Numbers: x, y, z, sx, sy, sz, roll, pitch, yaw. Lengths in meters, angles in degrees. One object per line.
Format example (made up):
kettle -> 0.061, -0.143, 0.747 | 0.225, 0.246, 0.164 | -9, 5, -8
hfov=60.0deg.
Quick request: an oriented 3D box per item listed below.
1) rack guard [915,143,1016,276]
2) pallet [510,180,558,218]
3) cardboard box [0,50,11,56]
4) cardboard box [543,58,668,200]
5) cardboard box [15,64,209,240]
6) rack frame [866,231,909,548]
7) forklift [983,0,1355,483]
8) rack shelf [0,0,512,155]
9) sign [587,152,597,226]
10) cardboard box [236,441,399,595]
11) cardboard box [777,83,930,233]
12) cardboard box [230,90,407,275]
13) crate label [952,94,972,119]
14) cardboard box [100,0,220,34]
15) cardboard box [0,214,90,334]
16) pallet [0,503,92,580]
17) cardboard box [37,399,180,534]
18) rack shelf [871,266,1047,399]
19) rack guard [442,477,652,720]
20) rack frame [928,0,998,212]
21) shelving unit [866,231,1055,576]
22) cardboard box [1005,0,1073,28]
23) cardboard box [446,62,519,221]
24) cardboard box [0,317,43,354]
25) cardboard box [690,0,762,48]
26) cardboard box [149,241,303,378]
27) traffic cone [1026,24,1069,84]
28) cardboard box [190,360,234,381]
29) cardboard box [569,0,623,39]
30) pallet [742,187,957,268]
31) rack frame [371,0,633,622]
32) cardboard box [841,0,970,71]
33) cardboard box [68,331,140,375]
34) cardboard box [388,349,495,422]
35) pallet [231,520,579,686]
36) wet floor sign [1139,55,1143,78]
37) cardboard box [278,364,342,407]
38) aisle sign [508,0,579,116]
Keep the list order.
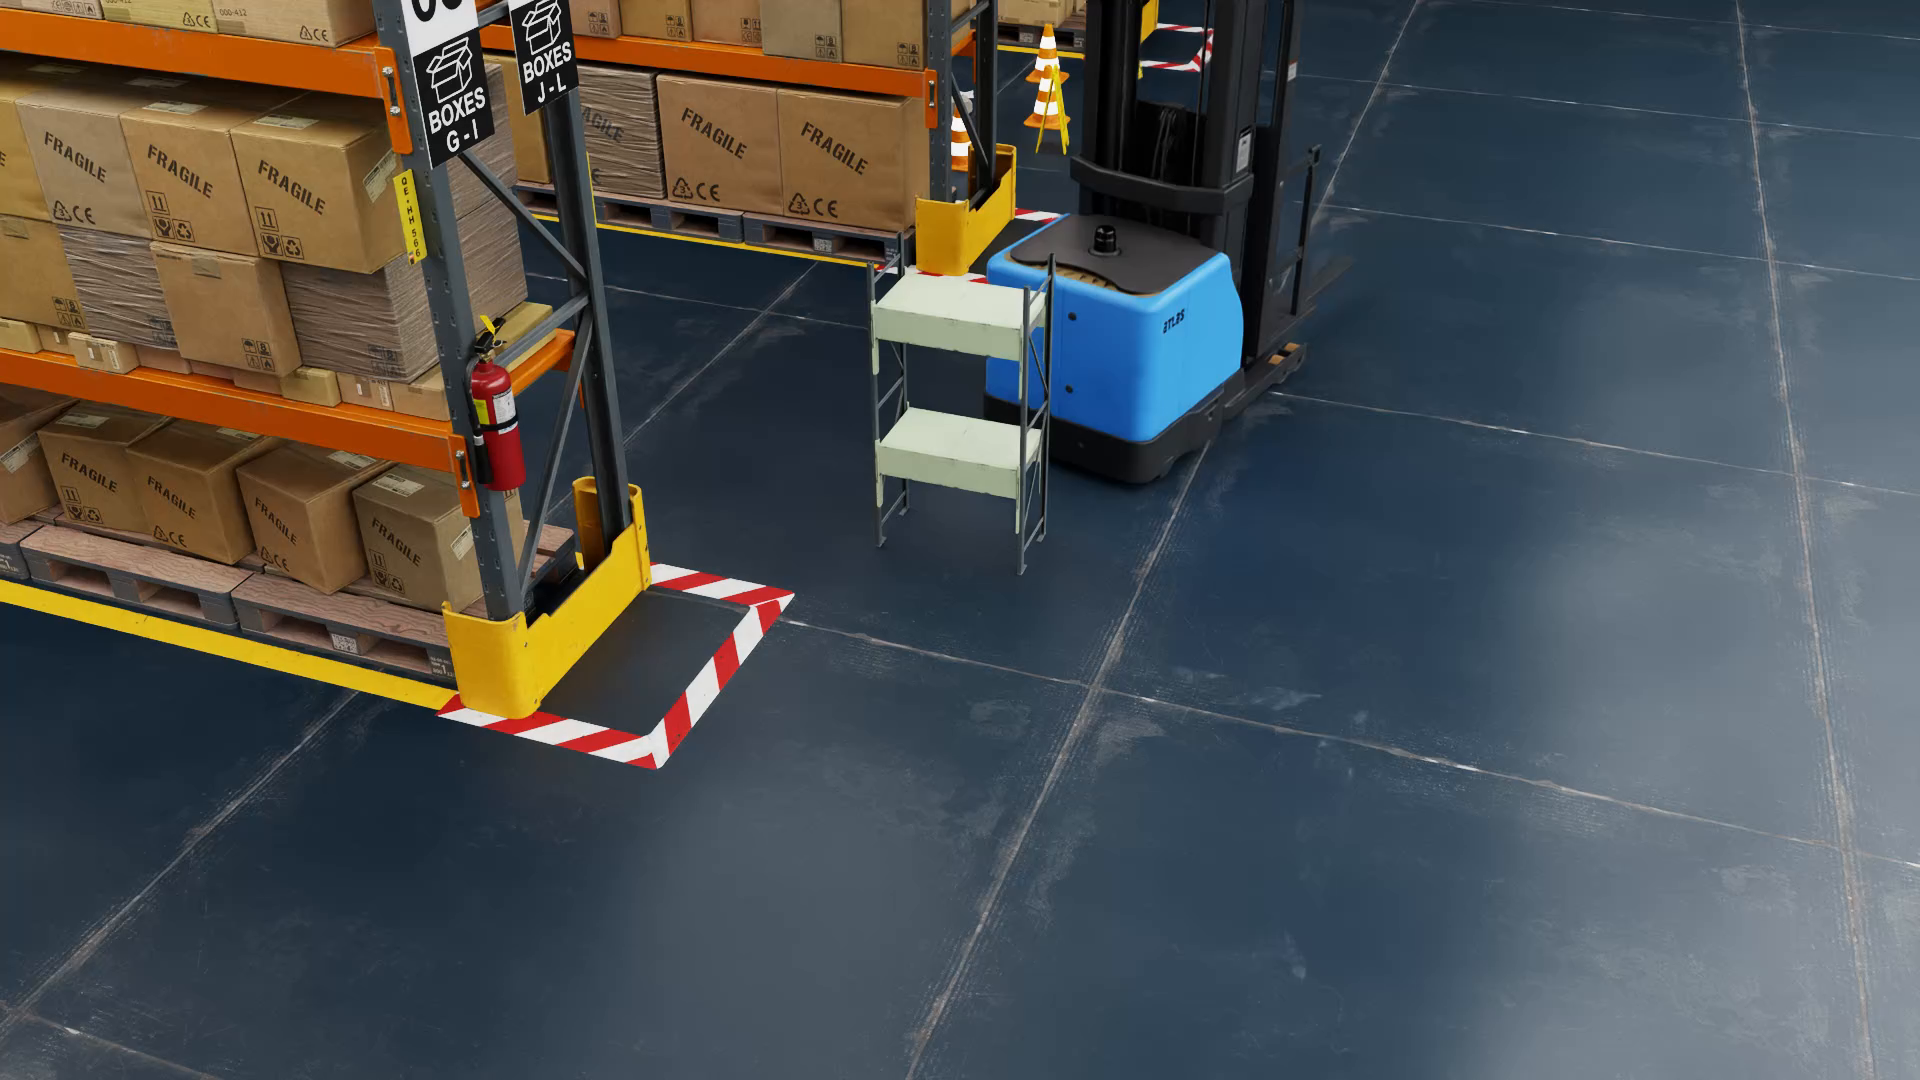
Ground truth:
rack guard -> 0.050, -2.263, 11.293 | 0.348, 0.500, 1.175 | 11, 34, 16
pallet -> -3.049, -2.698, 12.235 | 1.213, 0.211, 1.003 | 11, 34, 16
cardboard box -> -4.227, -1.727, 6.872 | 0.500, 0.500, 0.500 | 11, 34, 16
cardboard box -> -2.320, -3.019, 11.732 | 0.875, 0.875, 0.875 | 11, 35, 17
cardboard box -> -3.285, -1.546, 6.591 | 0.500, 0.500, 0.500 | 11, 34, 16
rack frame -> -0.338, -0.696, 7.945 | 0.023, 1.500, 0.400 | 11, 34, 16
forklift -> 1.382, -2.273, 9.069 | 1.130, 2.935, 3.031 | 21, 38, 29
rack shelf -> -3.624, -2.127, 6.677 | 4.000, 0.370, 1.077 | 11, 34, 16
sign -> -1.558, -1.444, 6.923 | 0.005, 0.325, 0.100 | 11, 34, 16
cardboard box -> -2.898, -0.144, 7.625 | 0.500, 0.500, 0.500 | 21, 38, 29
cardboard box -> -0.633, -2.691, 11.225 | 0.875, 0.875, 0.875 | 11, 35, 17
cardboard box -> -2.342, -1.364, 6.310 | 0.500, 0.500, 0.500 | 11, 34, 16
crate label -> -0.053, -3.564, 13.643 | 0.298, 0.136, 0.250 | -6, 33, -9
cardboard box -> -2.752, -2.049, 6.030 | 0.500, 0.250, 0.500 | 11, 35, 17
cardboard box -> -3.684, -1.326, 7.172 | 0.500, 0.500, 0.875 | 11, 34, 16
pallet -> -4.863, -0.259, 8.456 | 1.213, 0.211, 1.003 | 11, 34, 16
cardboard box -> -3.991, -0.393, 8.011 | 0.500, 0.500, 0.500 | 8, 34, 12
rack shelf -> 0.006, -0.957, 7.630 | 0.720, 0.370, 0.431 | 11, 34, 16
rack guard -> -1.813, 0.233, 7.428 | 0.348, 0.500, 1.175 | 11, 34, 16
rack frame -> 0.027, -3.317, 10.622 | 0.127, 3.000, 1.000 | 11, 34, 16
shelving unit -> 0.006, -0.629, 7.841 | 0.755, 1.500, 0.431 | 11, 34, 16
cardboard box -> 0.728, -4.899, 15.221 | 0.500, 0.250, 0.500 | 11, 34, 16
cardboard box -> -2.167, -1.630, 6.721 | 0.500, 0.500, 0.500 | 11, 34, 16
cardboard box -> -3.989, -0.969, 7.217 | 0.250, 0.149, 0.380 | 11, 34, 16
cardboard box -> -1.347, -3.681, 11.048 | 0.550, 0.550, 0.875 | 11, 34, 16
cardboard box -> -2.761, -1.115, 6.845 | 0.500, 0.500, 0.875 | 11, 34, 16
traffic cone -> 0.762, -4.217, 14.355 | 0.334, 0.463, 0.336 | 11, 34, 16
cardboard box -> -3.018, -0.830, 7.002 | 0.250, 0.149, 0.380 | 11, 34, 16
cardboard box -> -2.393, -3.803, 11.236 | 0.550, 0.550, 0.875 | 11, 34, 16
pallet -> -0.752, -2.252, 11.543 | 1.213, 0.211, 1.003 | 11, 34, 16
rack frame -> -1.741, -0.803, 6.728 | 0.127, 3.000, 1.000 | 11, 34, 16
cardboard box -> -0.337, -3.425, 10.651 | 0.550, 0.550, 0.875 | 11, 34, 16
cardboard box -> -3.527, -0.865, 7.056 | 0.250, 0.149, 0.380 | 11, 34, 16
cardboard box -> -2.079, -0.644, 6.714 | 0.250, 0.149, 0.380 | 11, 34, 16
pallet -> -2.566, 0.188, 7.764 | 1.213, 0.211, 1.003 | 11, 34, 16
wet floor sign -> 1.420, -4.293, 14.304 | 0.232, 0.644, 0.267 | 24, 40, 32
cardboard box -> -2.567, -0.710, 6.815 | 0.250, 0.149, 0.380 | 11, 34, 16
aisle sign -> -1.582, -2.037, 6.243 | 0.004, 0.787, 0.394 | 11, 34, 16
